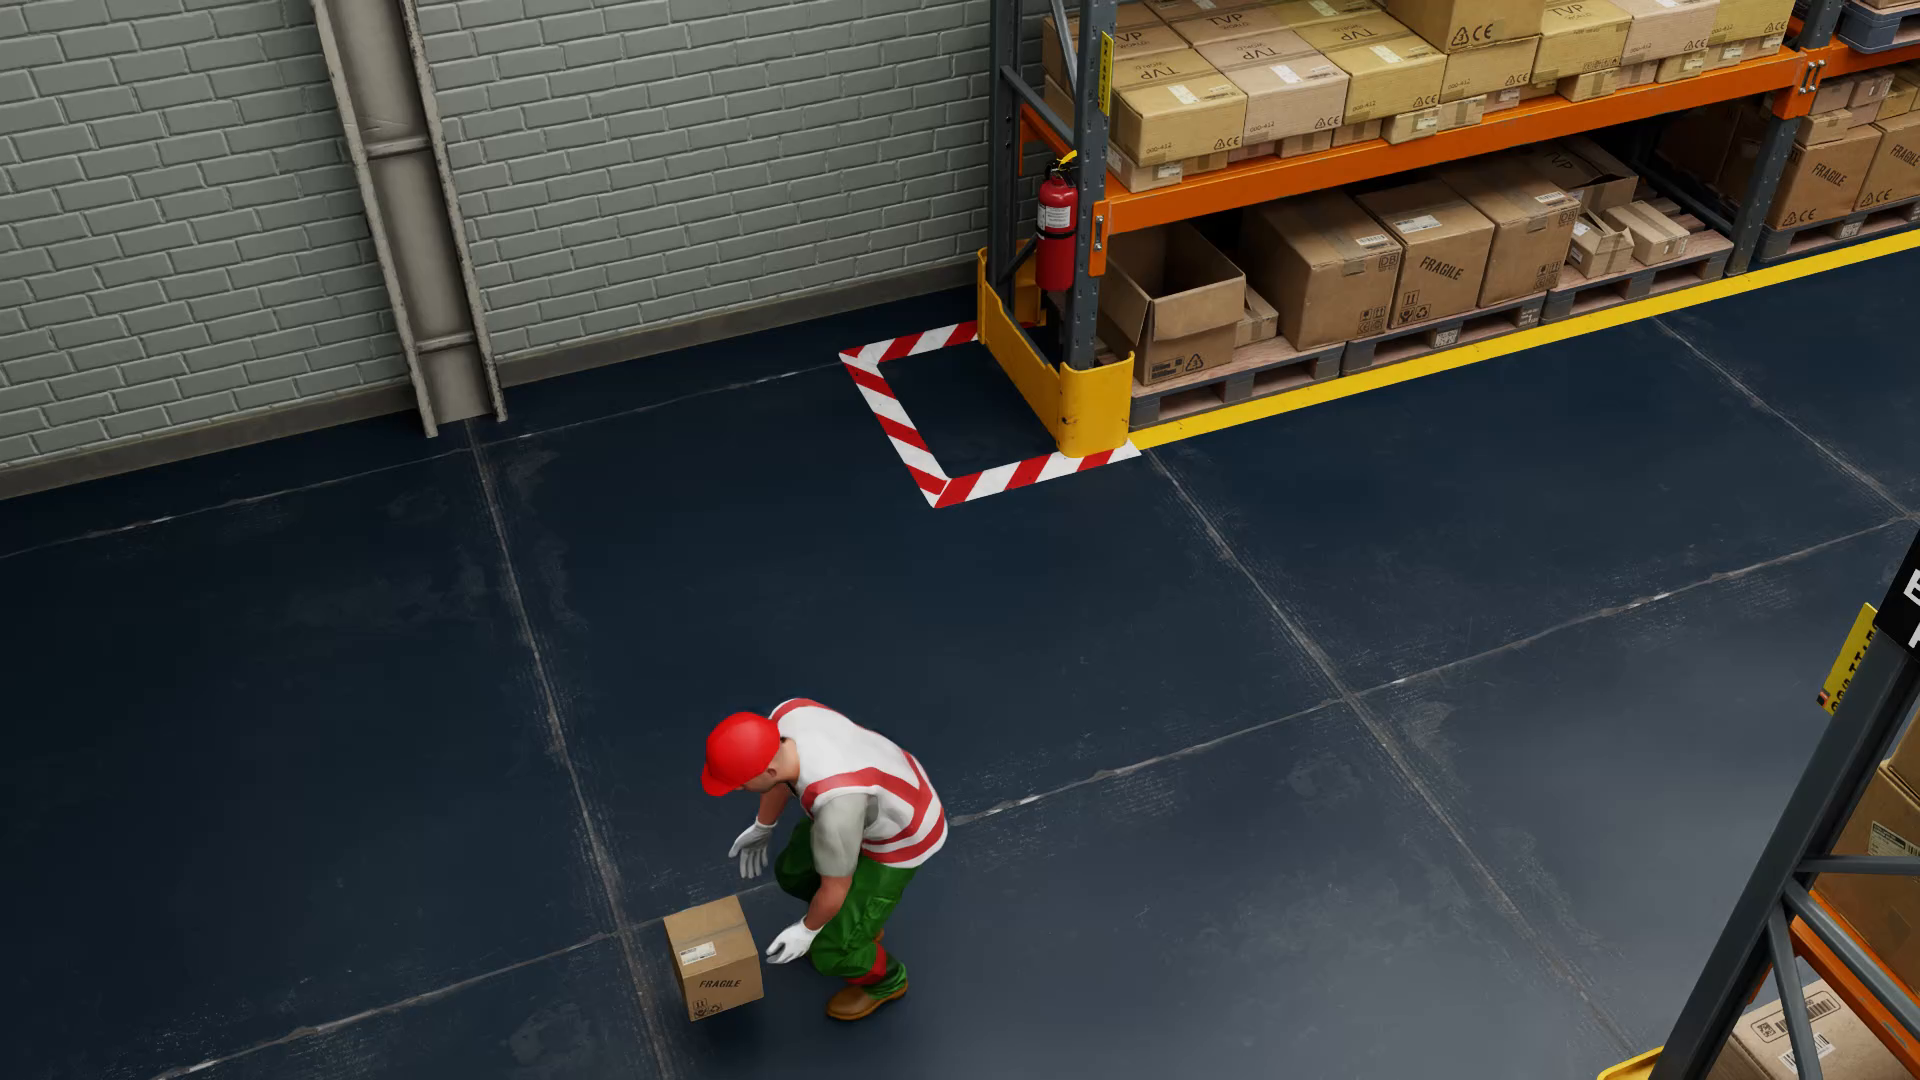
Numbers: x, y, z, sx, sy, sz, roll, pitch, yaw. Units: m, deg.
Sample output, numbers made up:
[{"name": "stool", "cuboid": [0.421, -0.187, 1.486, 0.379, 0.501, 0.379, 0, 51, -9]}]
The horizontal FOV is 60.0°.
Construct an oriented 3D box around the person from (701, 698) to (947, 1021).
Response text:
[{"name": "person", "cuboid": [-0.404, 0.998, 5.270, 0.749, 1.443, 0.583, -15, 44, -17]}]
